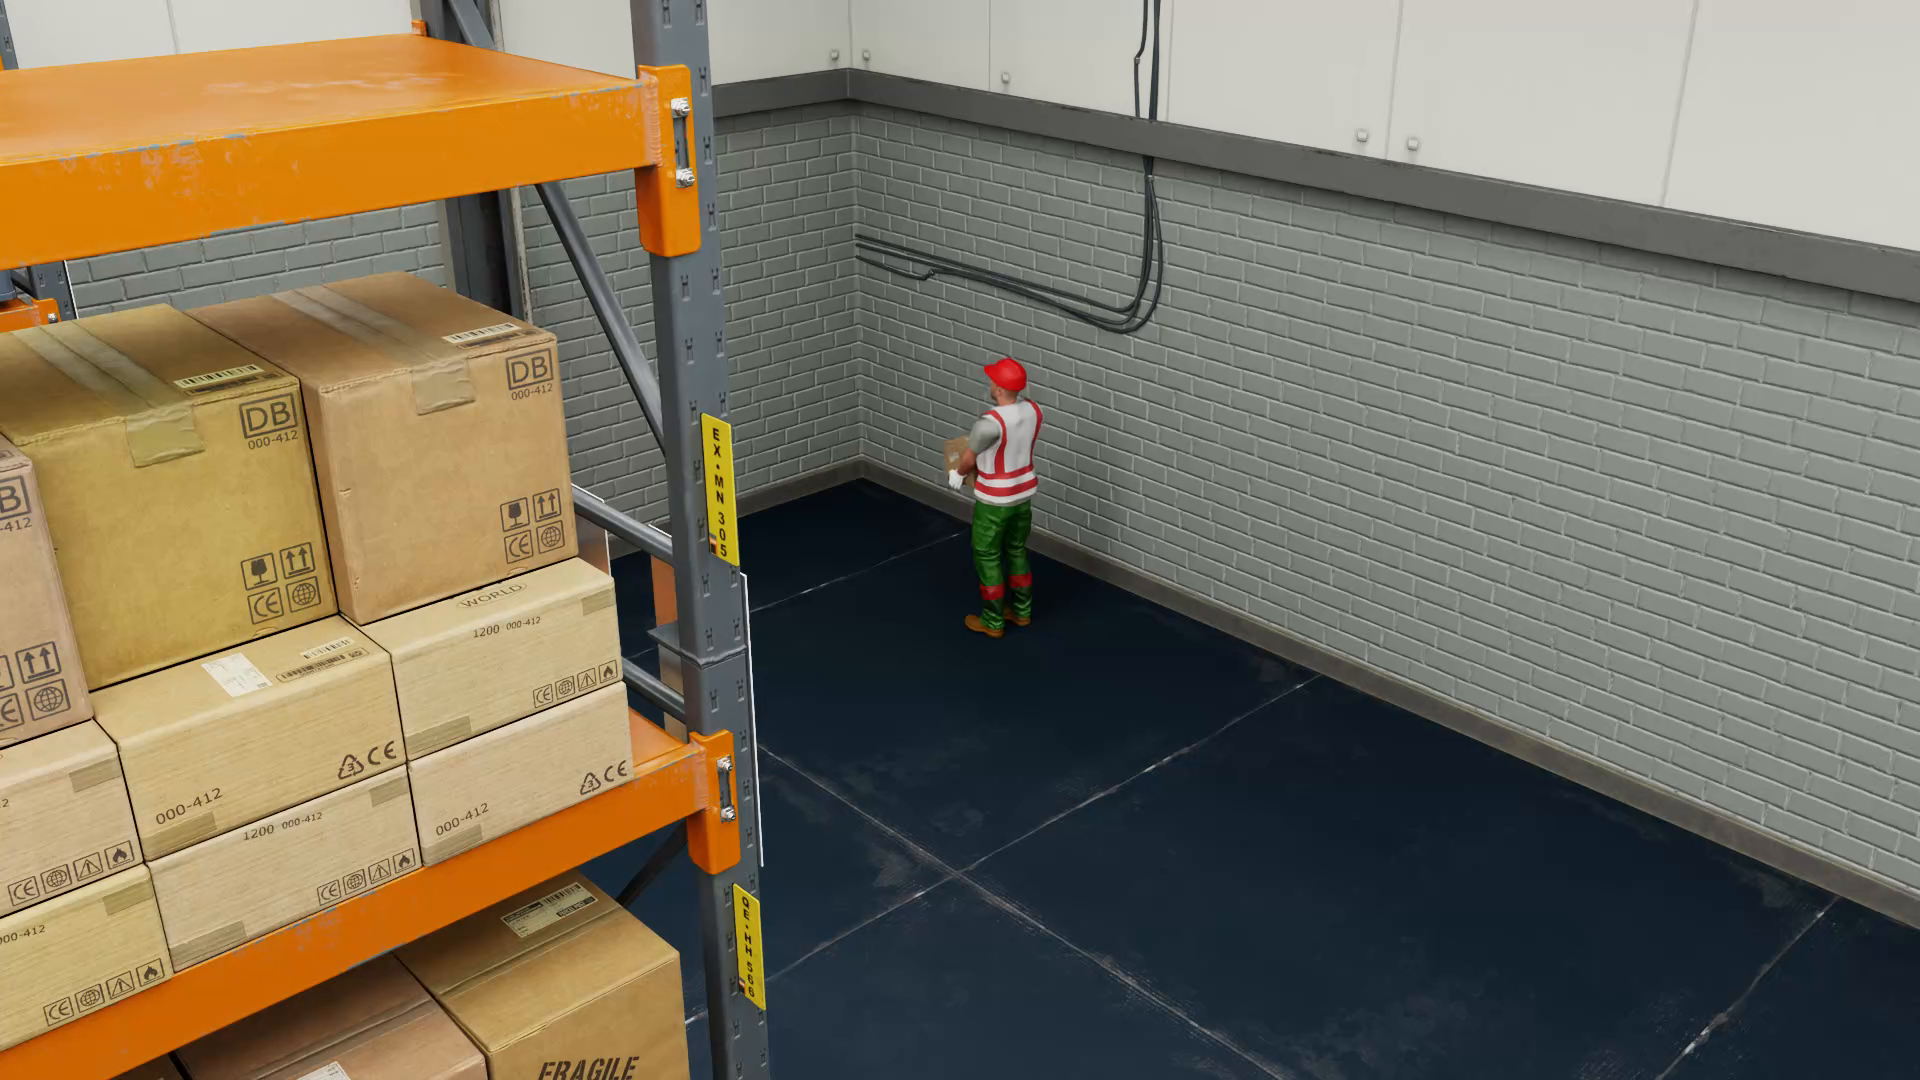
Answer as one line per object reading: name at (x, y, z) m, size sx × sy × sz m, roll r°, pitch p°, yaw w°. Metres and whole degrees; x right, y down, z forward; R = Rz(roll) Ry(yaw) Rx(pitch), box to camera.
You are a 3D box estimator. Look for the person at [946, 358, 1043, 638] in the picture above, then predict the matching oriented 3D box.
person at (0.192, -0.295, 10.235) m, size 0.495 × 1.785 × 0.552 m, roll -20°, pitch 31°, yaw -38°
